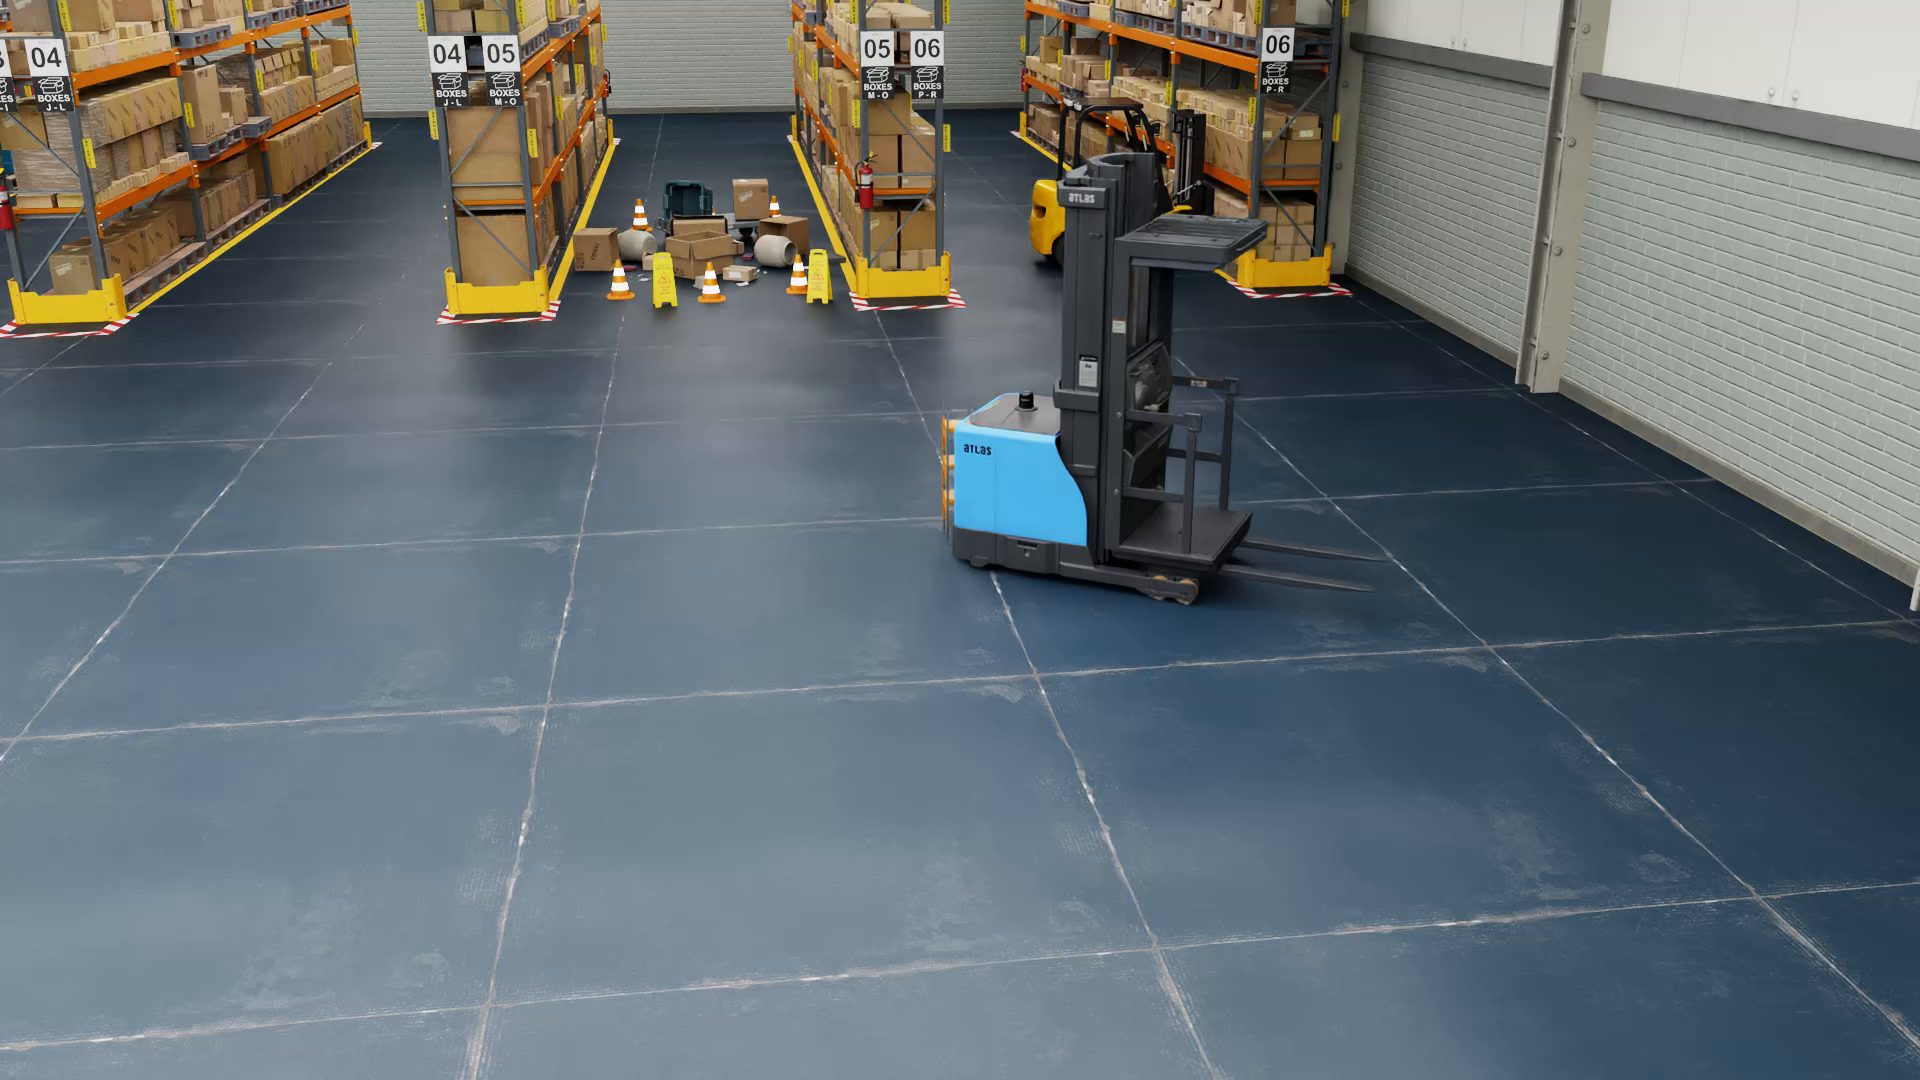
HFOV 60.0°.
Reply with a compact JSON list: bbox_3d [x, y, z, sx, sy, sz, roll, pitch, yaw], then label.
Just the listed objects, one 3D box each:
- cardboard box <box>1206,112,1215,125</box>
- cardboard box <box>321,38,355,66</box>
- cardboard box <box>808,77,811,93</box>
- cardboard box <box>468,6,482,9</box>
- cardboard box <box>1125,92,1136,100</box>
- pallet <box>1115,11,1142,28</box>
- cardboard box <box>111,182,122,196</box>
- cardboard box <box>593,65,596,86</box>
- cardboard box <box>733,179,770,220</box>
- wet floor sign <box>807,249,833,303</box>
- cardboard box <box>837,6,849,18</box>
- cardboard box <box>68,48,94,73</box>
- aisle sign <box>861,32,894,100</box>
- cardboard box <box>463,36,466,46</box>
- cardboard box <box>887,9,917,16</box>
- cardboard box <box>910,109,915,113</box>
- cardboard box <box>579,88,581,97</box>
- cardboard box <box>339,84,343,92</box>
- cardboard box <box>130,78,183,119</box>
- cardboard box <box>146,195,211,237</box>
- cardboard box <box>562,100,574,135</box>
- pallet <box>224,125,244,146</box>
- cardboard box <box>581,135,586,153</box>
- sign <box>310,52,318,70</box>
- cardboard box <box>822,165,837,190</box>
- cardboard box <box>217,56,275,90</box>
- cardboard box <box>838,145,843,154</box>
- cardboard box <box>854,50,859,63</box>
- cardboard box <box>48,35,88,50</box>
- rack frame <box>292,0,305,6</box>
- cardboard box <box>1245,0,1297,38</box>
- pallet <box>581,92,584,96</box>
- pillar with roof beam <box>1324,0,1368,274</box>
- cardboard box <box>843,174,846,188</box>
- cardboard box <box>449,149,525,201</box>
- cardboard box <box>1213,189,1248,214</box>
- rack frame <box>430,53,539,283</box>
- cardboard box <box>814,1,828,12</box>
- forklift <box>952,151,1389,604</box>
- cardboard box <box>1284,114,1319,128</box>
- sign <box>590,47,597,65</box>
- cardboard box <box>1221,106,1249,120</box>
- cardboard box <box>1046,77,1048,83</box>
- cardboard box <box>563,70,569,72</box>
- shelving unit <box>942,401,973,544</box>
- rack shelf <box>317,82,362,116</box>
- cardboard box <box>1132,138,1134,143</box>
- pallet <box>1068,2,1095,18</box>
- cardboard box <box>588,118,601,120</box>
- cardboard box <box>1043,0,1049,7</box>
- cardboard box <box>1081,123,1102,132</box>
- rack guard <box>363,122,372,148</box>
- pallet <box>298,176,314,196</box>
[{"bbox_3d":[3.615,-5.821,22.945,0.380,0.149,0.250,-3,21,-9],"label":"cardboard box"},{"bbox_3d":[-12.491,-9.799,33.382,0.500,0.500,0.500,-3,21,-7],"label":"cardboard box"},{"bbox_3d":[-2.430,-8.116,29.659,0.500,0.250,0.500,-4,21,-9],"label":"cardboard box"},{"bbox_3d":[-6.011,-6.256,19.938,0.500,0.250,0.500,-3,21,-8],"label":"cardboard box"},{"bbox_3d":[3.000,-7.158,27.094,0.500,0.250,0.500,-3,21,-9],"label":"cardboard box"},{"bbox_3d":[3.236,-8.602,27.443,1.213,0.211,1.003,-2,21,-5],"label":"pallet"},{"bbox_3d":[-10.415,-4.248,20.161,0.380,0.149,0.250,-3,21,-8],"label":"cardboard box"},{"bbox_3d":[-7.223,-8.906,31.705,0.500,0.500,0.500,-3,21,-8],"label":"cardboard box"},{"bbox_3d":[-3.042,-4.963,24.206,0.500,0.500,0.500,-3,21,-8],"label":"cardboard box"},{"bbox_3d":[-1.740,-3.271,20.553,0.267,0.644,0.232,4,21,11],"label":"wet floor sign"},{"bbox_3d":[-1.456,-7.142,22.483,0.380,0.149,0.250,-3,21,-8],"label":"cardboard box"},{"bbox_3d":[-10.329,-5.509,19.106,0.500,0.250,0.500,-2,21,-6],"label":"cardboard box"},{"bbox_3d":[-0.987,-5.676,19.910,0.394,0.787,0.004,-3,21,-8],"label":"aisle sign"},{"bbox_3d":[-5.976,-5.839,19.390,0.380,0.149,0.250,-3,21,-8],"label":"cardboard box"},{"bbox_3d":[-0.746,-6.817,21.613,0.380,0.149,0.250,-2,21,-7],"label":"cardboard box"},{"bbox_3d":[-0.894,-5.746,23.245,0.500,0.500,0.500,-2,21,-6],"label":"cardboard box"},{"bbox_3d":[-6.878,-7.865,29.245,0.380,0.149,0.250,-2,21,-5],"label":"cardboard box"},{"bbox_3d":[-12.224,-8.780,32.297,0.380,0.149,0.250,-3,21,-7],"label":"cardboard box"},{"bbox_3d":[-10.754,-5.892,22.207,0.500,0.500,0.500,-3,21,-8],"label":"cardboard box"},{"bbox_3d":[-11.159,-4.628,23.764,0.700,0.500,0.500,-5,21,-12],"label":"cardboard box"},{"bbox_3d":[-6.272,-6.538,25.791,0.500,0.500,0.500,-3,21,-9],"label":"cardboard box"},{"bbox_3d":[-11.342,-5.991,24.743,1.003,0.211,1.213,-3,21,-8],"label":"pallet"},{"bbox_3d":[-6.678,-6.783,28.490,0.500,0.250,0.500,-3,21,-8],"label":"cardboard box"},{"bbox_3d":[-11.709,-8.685,30.141,0.100,0.325,0.005,-3,21,-8],"label":"sign"},{"bbox_3d":[-1.790,-6.034,27.739,0.950,0.372,0.625,-4,21,-11],"label":"cardboard box"},{"bbox_3d":[-11.849,-7.761,27.631,0.797,0.503,0.637,-2,21,-6],"label":"cardboard box"},{"bbox_3d":[-1.557,-5.636,23.878,0.380,0.149,0.250,-3,21,-8],"label":"cardboard box"},{"bbox_3d":[-1.105,-5.975,20.500,0.380,0.149,0.250,-3,21,-7],"label":"cardboard box"},{"bbox_3d":[-10.267,-5.718,19.095,0.380,0.149,0.250,-2,21,-7],"label":"cardboard box"},{"bbox_3d":[-12.245,-10.959,29.198,1.000,3.000,0.127,-3,21,-8],"label":"rack frame"},{"bbox_3d":[3.898,-6.582,20.879,0.500,0.500,0.500,-2,21,-6],"label":"cardboard box"},{"bbox_3d":[-7.356,-8.002,30.129,1.003,0.211,1.213,-3,21,-8],"label":"pallet"},{"bbox_3d":[0.734,-7.626,20.272,9.100,9.000,0.400,-3,21,-8],"label":"pillar with roof beam"},{"bbox_3d":[-1.433,-5.001,23.149,0.380,0.149,0.250,-2,21,-6],"label":"cardboard box"},{"bbox_3d":[-5.691,-4.406,20.011,0.875,0.550,0.550,-3,21,-8],"label":"cardboard box"},{"bbox_3d":[3.666,-4.617,22.692,0.500,0.250,0.500,-3,21,-7],"label":"cardboard box"},{"bbox_3d":[-5.592,-4.209,19.699,1.000,3.000,0.127,-3,21,-8],"label":"rack frame"},{"bbox_3d":[-2.065,-9.037,27.590,0.797,0.503,0.637,-4,21,-11],"label":"cardboard box"},{"bbox_3d":[1.507,-1.140,11.580,3.031,2.935,1.130,9,22,22],"label":"forklift"},{"bbox_3d":[4.366,-5.363,21.293,0.380,0.149,0.250,-3,21,-9],"label":"cardboard box"},{"bbox_3d":[-6.773,-8.936,30.699,0.100,0.325,0.005,-3,21,-8],"label":"sign"},{"bbox_3d":[3.702,-5.697,22.187,0.380,0.149,0.250,-2,21,-6],"label":"cardboard box"},{"bbox_3d":[1.972,-9.416,33.998,0.380,0.149,0.250,-3,21,-8],"label":"cardboard box"},{"bbox_3d":[-6.884,-8.142,29.136,0.380,0.149,0.250,-4,21,-10],"label":"cardboard box"},{"bbox_3d":[-0.015,-0.512,12.585,0.215,1.050,0.252,-2,21,-6],"label":"shelving unit"},{"bbox_3d":[-12.533,-8.505,32.227,1.077,0.370,4.000,-3,21,-8],"label":"rack shelf"},{"bbox_3d":[3.271,-7.135,29.577,0.380,0.149,0.250,-2,21,-6],"label":"cardboard box"},{"bbox_3d":[2.650,-9.629,30.192,1.213,0.211,1.003,-3,21,-8],"label":"pallet"},{"bbox_3d":[-7.455,-8.453,33.684,0.380,0.149,0.250,-4,21,-10],"label":"cardboard box"},{"bbox_3d":[1.878,-10.829,33.495,0.380,0.149,0.250,-2,21,-7],"label":"cardboard box"},{"bbox_3d":[2.478,-7.730,31.170,0.380,0.149,0.250,-3,21,-8],"label":"cardboard box"},{"bbox_3d":[-12.825,-8.371,34.415,1.175,0.500,0.348,-3,21,-8],"label":"rack guard"},{"bbox_3d":[-11.880,-6.156,28.897,1.003,0.211,1.213,-3,21,-8],"label":"pallet"}]
